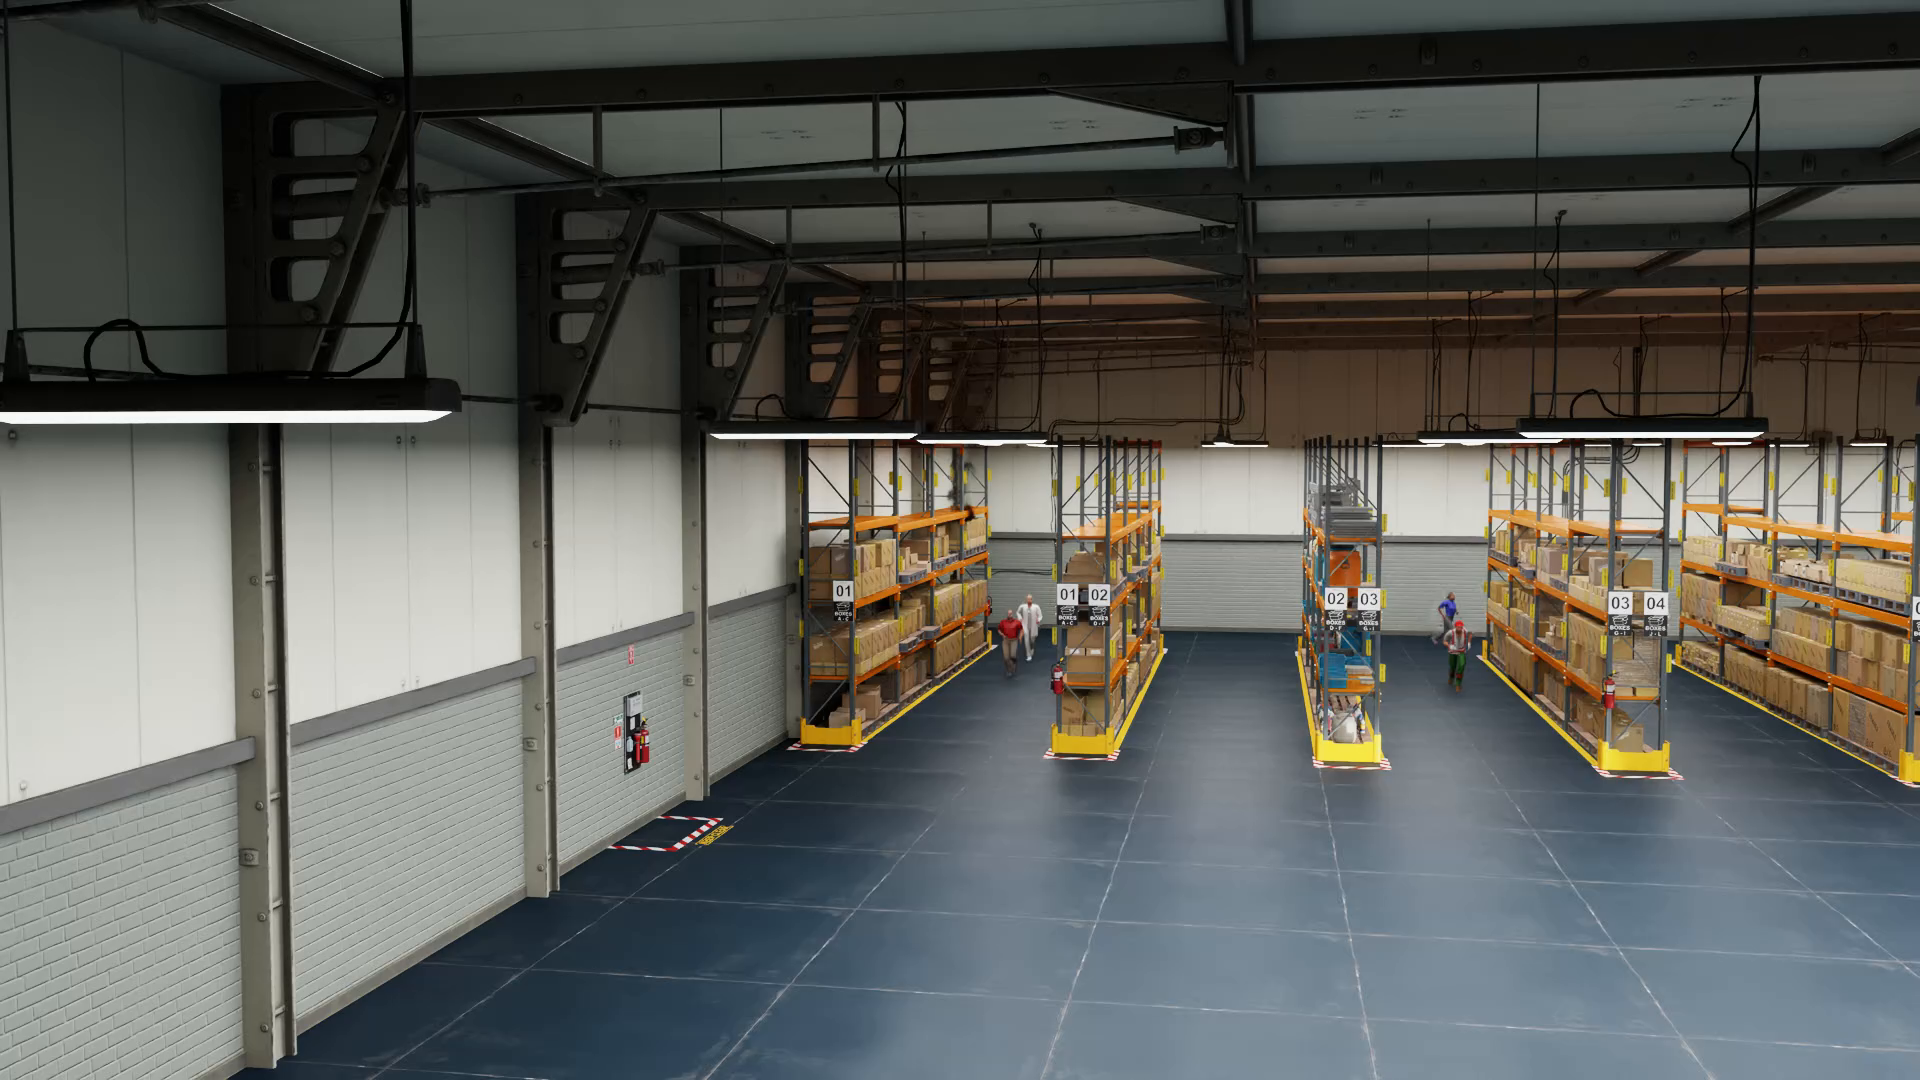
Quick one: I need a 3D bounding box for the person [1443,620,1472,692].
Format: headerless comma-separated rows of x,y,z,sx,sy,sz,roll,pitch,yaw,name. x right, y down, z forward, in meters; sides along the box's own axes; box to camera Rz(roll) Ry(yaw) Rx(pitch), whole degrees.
11.865,2.747,39.755,0.704,1.731,1.056,0,3,4,person

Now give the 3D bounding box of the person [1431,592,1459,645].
13.976,2.343,47.673,1.045,1.700,0.532,3,4,40,person

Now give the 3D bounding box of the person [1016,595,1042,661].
1.895,2.397,45.509,0.710,1.772,0.920,0,3,2,person

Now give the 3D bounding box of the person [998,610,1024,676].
1.267,2.610,42.068,0.659,1.686,0.566,0,3,9,person

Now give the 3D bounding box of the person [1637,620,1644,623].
18.029,2.470,44.731,0.734,1.678,0.664,1,3,25,person
